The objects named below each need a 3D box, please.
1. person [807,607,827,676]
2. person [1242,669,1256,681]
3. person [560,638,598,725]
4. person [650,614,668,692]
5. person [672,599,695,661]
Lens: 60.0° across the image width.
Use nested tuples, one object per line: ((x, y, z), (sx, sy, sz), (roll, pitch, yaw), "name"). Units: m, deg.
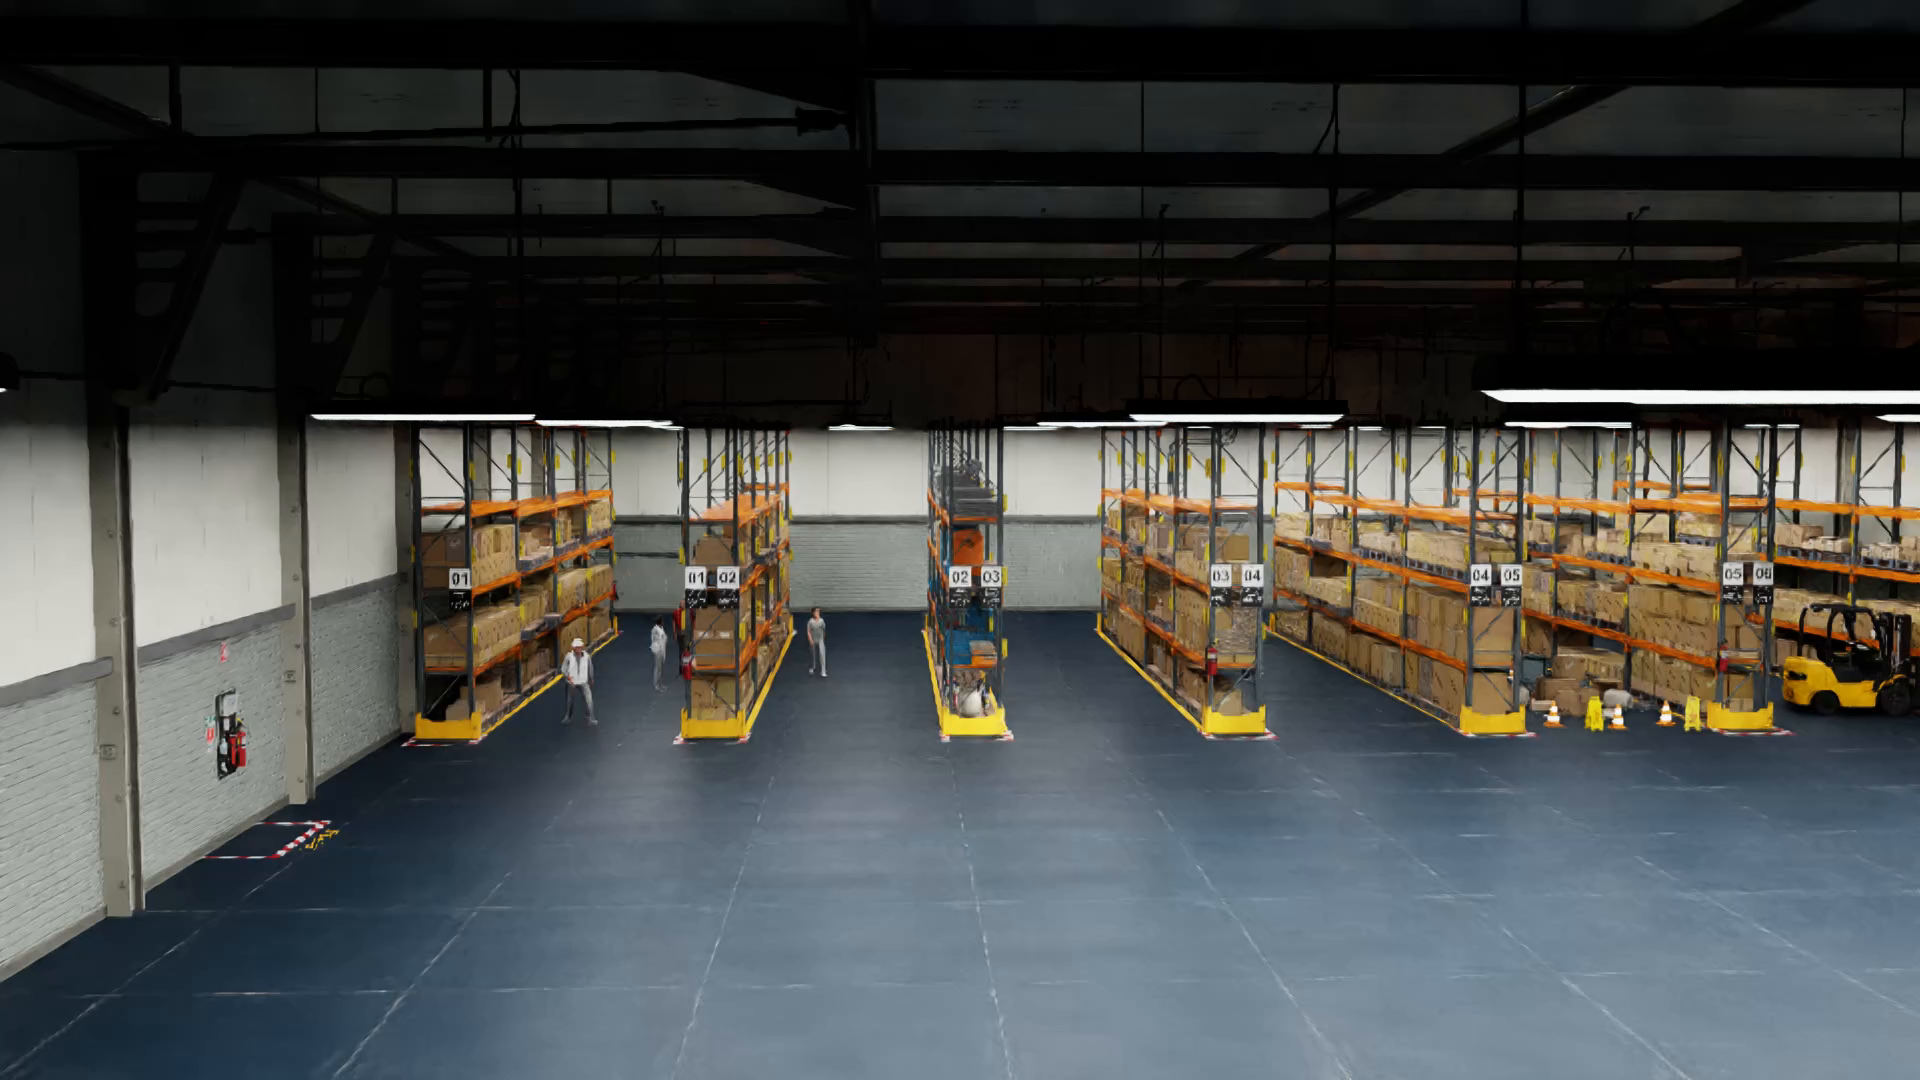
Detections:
((-3.378, 2.362, 38.997), (0.444, 1.604, 1.018), (-1, 4, -11), "person")
((6.639, 2.424, 38.150), (0.423, 1.589, 0.499), (-2, 4, -28), "person")
((-7.455, 2.743, 32.458), (0.678, 1.713, 0.837), (-1, 4, -19), "person")
((-6.605, 2.483, 36.658), (0.408, 1.680, 0.538), (-2, 4, -34), "person")
((-6.731, 2.243, 40.482), (0.542, 1.645, 1.126), (0, 4, 0), "person")
